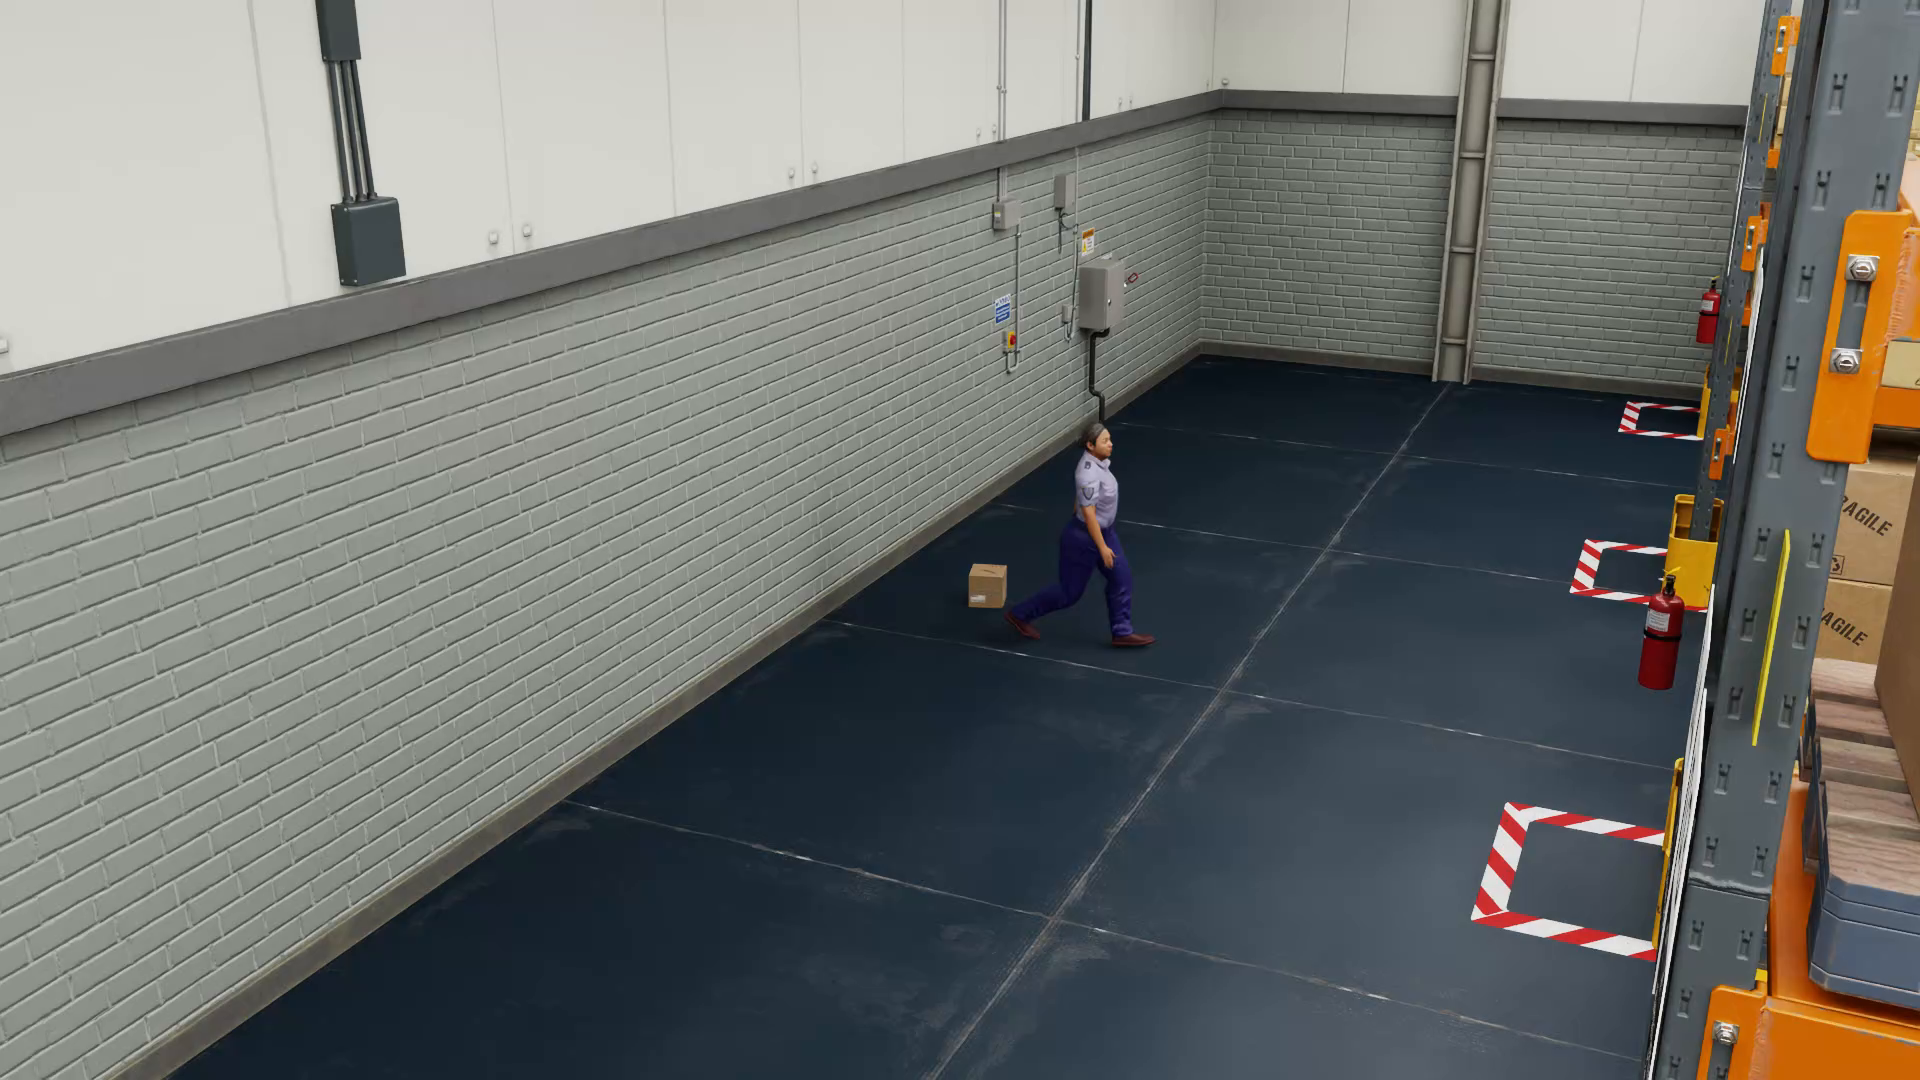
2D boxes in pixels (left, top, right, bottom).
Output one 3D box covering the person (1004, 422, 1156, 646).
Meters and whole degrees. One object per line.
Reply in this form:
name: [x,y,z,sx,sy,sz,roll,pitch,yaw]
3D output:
person: [0.824,-0.027,11.204,1.015,1.586,0.516,6,20,17]
